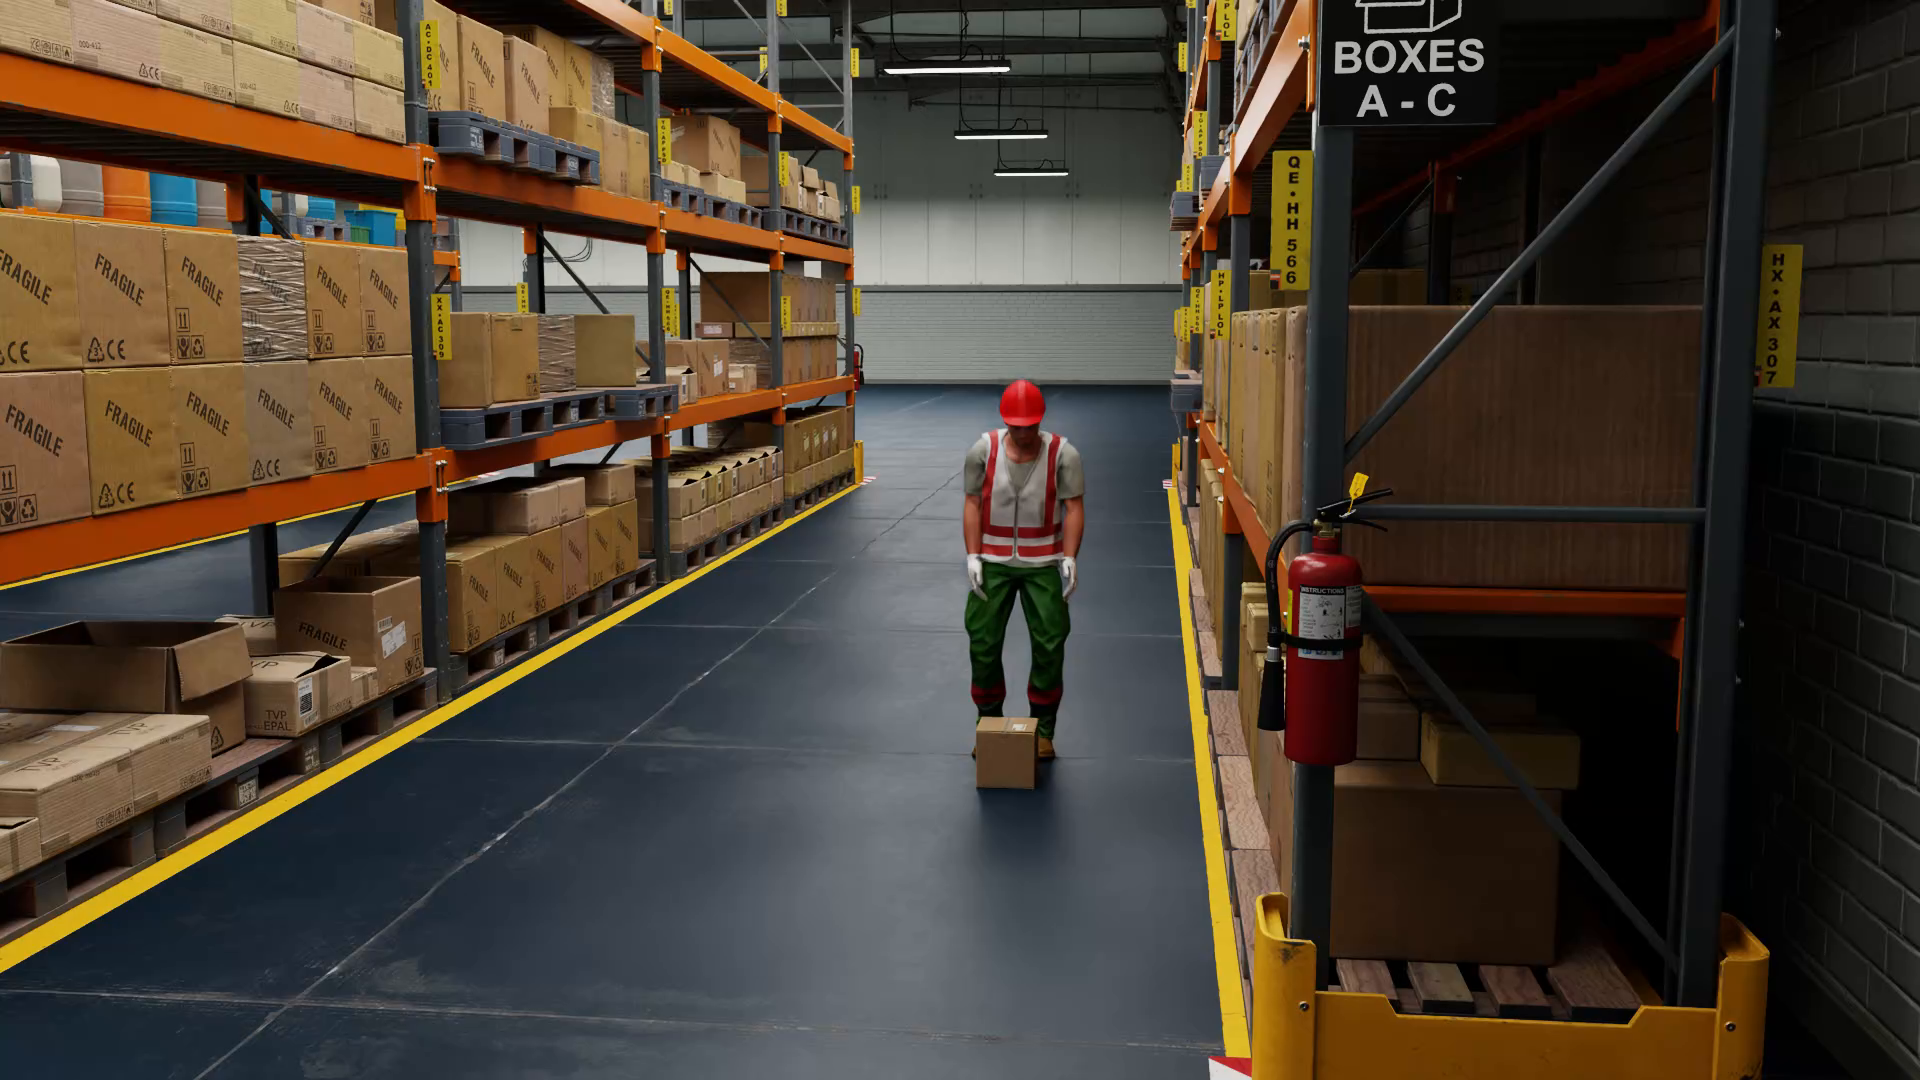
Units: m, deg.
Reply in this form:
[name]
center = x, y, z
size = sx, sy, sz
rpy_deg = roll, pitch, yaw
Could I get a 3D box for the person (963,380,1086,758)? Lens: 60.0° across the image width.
[person]
center = 0.284, 0.133, 7.491
size = 0.549, 1.712, 0.496
rpy_deg = 1, 8, 8
